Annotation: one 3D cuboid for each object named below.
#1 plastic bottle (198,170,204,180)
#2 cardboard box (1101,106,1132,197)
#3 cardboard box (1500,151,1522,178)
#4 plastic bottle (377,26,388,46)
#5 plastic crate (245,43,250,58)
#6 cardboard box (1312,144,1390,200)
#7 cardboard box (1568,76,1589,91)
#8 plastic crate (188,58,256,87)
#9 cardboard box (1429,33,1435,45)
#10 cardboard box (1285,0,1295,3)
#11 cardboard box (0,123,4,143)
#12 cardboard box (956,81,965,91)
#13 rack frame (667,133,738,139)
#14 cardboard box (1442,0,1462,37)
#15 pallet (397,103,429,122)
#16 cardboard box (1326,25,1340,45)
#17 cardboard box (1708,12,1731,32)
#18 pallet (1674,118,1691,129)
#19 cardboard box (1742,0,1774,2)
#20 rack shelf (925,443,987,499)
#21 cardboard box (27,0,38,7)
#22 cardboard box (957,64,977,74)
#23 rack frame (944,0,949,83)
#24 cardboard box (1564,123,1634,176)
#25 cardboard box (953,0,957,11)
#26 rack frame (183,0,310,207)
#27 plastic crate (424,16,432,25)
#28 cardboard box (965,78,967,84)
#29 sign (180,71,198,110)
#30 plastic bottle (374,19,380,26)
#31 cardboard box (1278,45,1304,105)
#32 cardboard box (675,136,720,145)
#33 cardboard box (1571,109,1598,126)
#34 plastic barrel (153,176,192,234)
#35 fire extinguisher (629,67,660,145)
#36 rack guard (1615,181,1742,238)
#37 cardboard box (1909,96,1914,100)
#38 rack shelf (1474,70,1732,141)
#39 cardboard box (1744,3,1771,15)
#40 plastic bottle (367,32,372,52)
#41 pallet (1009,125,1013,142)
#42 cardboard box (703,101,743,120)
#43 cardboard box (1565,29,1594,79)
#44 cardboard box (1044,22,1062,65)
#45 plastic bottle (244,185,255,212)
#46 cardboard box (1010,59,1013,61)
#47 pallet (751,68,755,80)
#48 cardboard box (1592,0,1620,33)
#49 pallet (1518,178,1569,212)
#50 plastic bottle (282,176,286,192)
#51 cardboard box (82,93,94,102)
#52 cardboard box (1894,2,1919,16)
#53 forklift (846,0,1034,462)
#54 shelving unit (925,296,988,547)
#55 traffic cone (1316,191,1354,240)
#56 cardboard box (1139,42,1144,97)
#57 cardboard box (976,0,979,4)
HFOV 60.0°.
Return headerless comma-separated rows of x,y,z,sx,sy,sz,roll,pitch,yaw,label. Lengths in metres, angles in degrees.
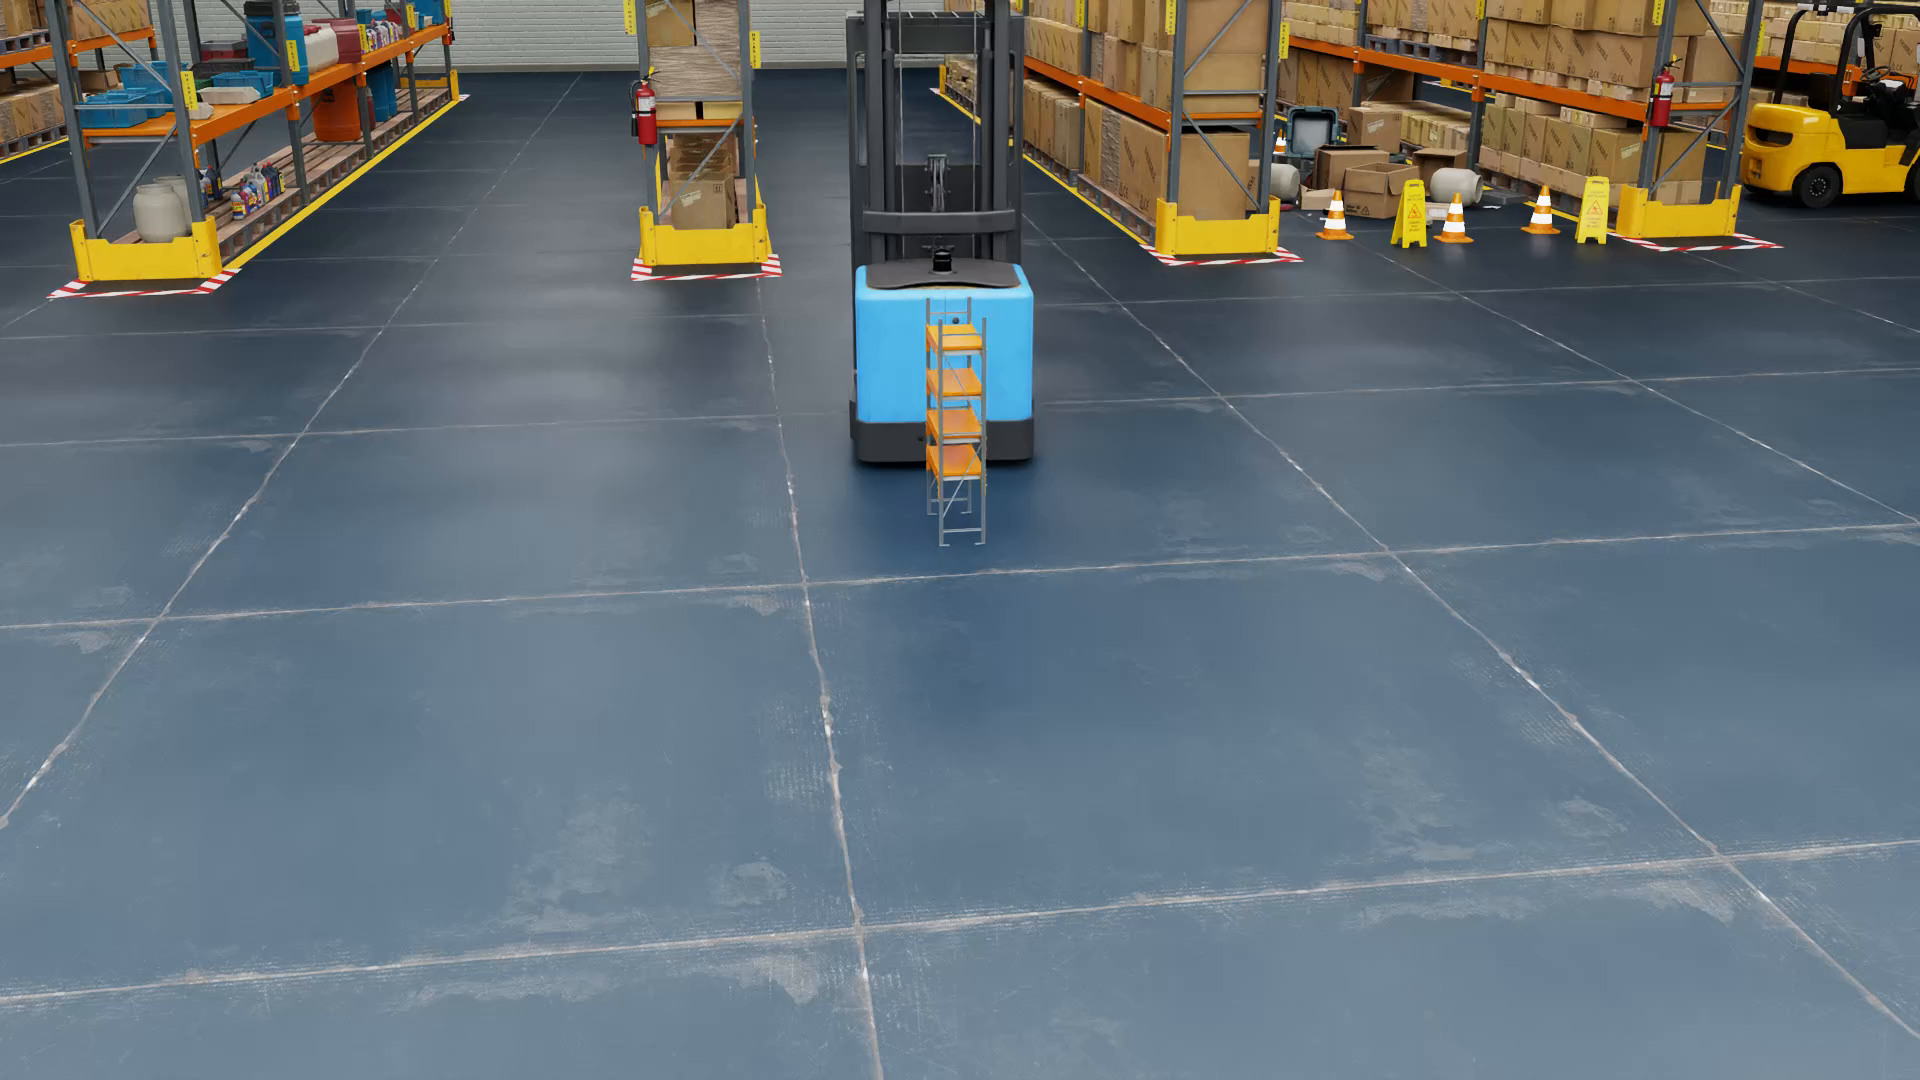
-8.185,-3.842,17.874,0.144,0.351,0.185,-2,21,-6,plastic bottle
2.088,-4.311,18.407,0.875,0.875,0.875,-3,21,-7,cardboard box
6.723,-4.434,19.630,0.500,0.250,0.500,-2,21,-5,cardboard box
-8.522,-7.421,24.477,0.152,0.276,0.135,-3,21,-8,plastic bottle
-8.358,-5.536,19.275,0.392,0.384,0.575,-3,21,-8,plastic crate
4.492,-4.240,19.156,0.797,0.637,0.503,-3,21,-8,cardboard box
6.874,-4.983,18.129,0.380,0.149,0.250,-3,21,-8,cardboard box
-7.941,-4.961,17.800,0.767,0.338,0.504,-3,21,-8,plastic crate
6.337,-6.524,21.657,0.380,0.149,0.250,-3,21,-8,cardboard box
5.543,-8.871,26.608,0.500,0.500,0.500,-3,21,-8,cardboard box
-13.152,-5.521,22.155,0.500,0.500,0.500,-2,21,-5,cardboard box
0.133,-8.021,29.378,0.380,0.149,0.250,-4,21,-10,cardboard box
-3.566,-6.812,22.668,1.000,3.000,0.127,-3,21,-8,rack frame
6.451,-6.630,21.012,0.500,0.500,0.500,-3,21,-7,cardboard box
-9.188,-6.894,26.872,1.003,0.211,1.213,-3,21,-8,pallet
5.821,-7.580,24.938,0.500,0.250,0.500,-3,21,-7,cardboard box
11.045,-7.388,23.711,0.500,0.250,0.500,-2,21,-6,cardboard box
11.082,-6.518,25.866,1.003,0.211,1.213,-3,21,-8,pallet
11.547,-7.727,24.048,0.380,0.149,0.250,-2,21,-6,cardboard box
-0.024,-0.370,8.753,0.258,0.148,0.480,-3,21,-8,rack shelf
-14.275,-8.376,25.284,0.500,0.500,0.500,-3,21,-7,cardboard box
0.152,-8.284,29.233,0.380,0.149,0.250,-3,21,-7,cardboard box
0.203,-9.797,30.661,1.000,3.000,0.127,-3,21,-8,rack frame
6.941,-4.247,18.058,0.500,0.500,0.500,-2,21,-6,cardboard box
0.155,-9.460,29.189,0.500,0.500,0.500,-3,21,-7,cardboard box
-7.891,-5.178,18.292,1.000,3.000,0.127,-3,21,-8,rack frame
-9.324,-8.964,28.720,0.396,0.136,0.243,-3,21,-8,plastic crate
0.299,-7.964,28.801,0.380,0.149,0.250,-4,21,-10,cardboard box
-6.769,-3.949,14.605,0.100,0.325,0.005,-3,21,-8,sign
-8.730,-7.615,24.889,0.144,0.351,0.185,-3,21,-8,plastic bottle
5.832,-7.688,27.449,0.875,0.875,0.875,-2,21,-6,cardboard box
-2.971,-4.313,18.948,0.500,0.500,0.500,-4,21,-9,cardboard box
6.868,-4.581,18.026,0.380,0.149,0.250,-3,21,-7,cardboard box
-7.557,-3.221,16.010,0.421,0.512,0.421,0,20,0,plastic barrel
-2.852,-3.943,15.098,0.296,0.674,0.183,-3,21,-8,fire extinguisher
7.383,-3.398,17.098,1.175,0.500,0.348,-3,21,-8,rack guard
11.991,-5.395,20.775,0.500,0.250,0.500,-3,21,-7,cardboard box
7.105,-4.898,18.571,1.077,0.370,4.000,-3,21,-8,rack shelf
11.103,-7.343,23.019,0.380,0.149,0.250,-2,21,-7,cardboard box
-8.319,-6.996,23.345,0.097,0.271,0.097,0,20,0,plastic bottle
1.245,-5.992,24.457,1.003,0.211,1.213,-3,21,-8,pallet
-2.218,-4.035,15.593,0.380,0.149,0.250,-3,21,-8,cardboard box
6.906,-5.250,17.916,0.500,0.500,0.500,-3,21,-8,cardboard box
1.372,-6.382,21.374,0.500,0.500,0.500,-3,21,-8,cardboard box
-7.331,-3.517,17.117,0.097,0.271,0.097,0,20,0,plastic bottle
0.625,-7.520,26.465,0.500,0.250,0.500,-4,21,-10,cardboard box
-2.956,-5.609,19.722,1.003,0.211,1.213,-3,21,-8,pallet
7.038,-5.538,17.260,0.700,0.500,0.500,-3,21,-7,cardboard box
7.128,-3.967,19.035,1.003,0.211,1.213,-3,21,-8,pallet
-7.530,-3.963,18.410,0.097,0.201,0.097,0,20,0,plastic bottle
-13.793,-6.802,25.854,0.500,0.311,0.500,-3,21,-8,cardboard box
11.625,-6.458,20.226,0.380,0.149,0.250,-3,21,-7,cardboard box
-0.166,-2.297,10.678,1.130,2.935,3.031,-1,21,-3,forklift
-0.024,-0.619,8.660,0.258,1.200,0.503,-3,21,-8,shelving unit
3.838,-3.325,16.956,0.336,0.463,0.334,-3,21,-8,traffic cone
2.354,-4.844,17.183,0.875,0.550,0.550,-3,21,-8,cardboard box
0.462,-8.425,25.896,0.380,0.149,0.250,-3,21,-7,cardboard box
